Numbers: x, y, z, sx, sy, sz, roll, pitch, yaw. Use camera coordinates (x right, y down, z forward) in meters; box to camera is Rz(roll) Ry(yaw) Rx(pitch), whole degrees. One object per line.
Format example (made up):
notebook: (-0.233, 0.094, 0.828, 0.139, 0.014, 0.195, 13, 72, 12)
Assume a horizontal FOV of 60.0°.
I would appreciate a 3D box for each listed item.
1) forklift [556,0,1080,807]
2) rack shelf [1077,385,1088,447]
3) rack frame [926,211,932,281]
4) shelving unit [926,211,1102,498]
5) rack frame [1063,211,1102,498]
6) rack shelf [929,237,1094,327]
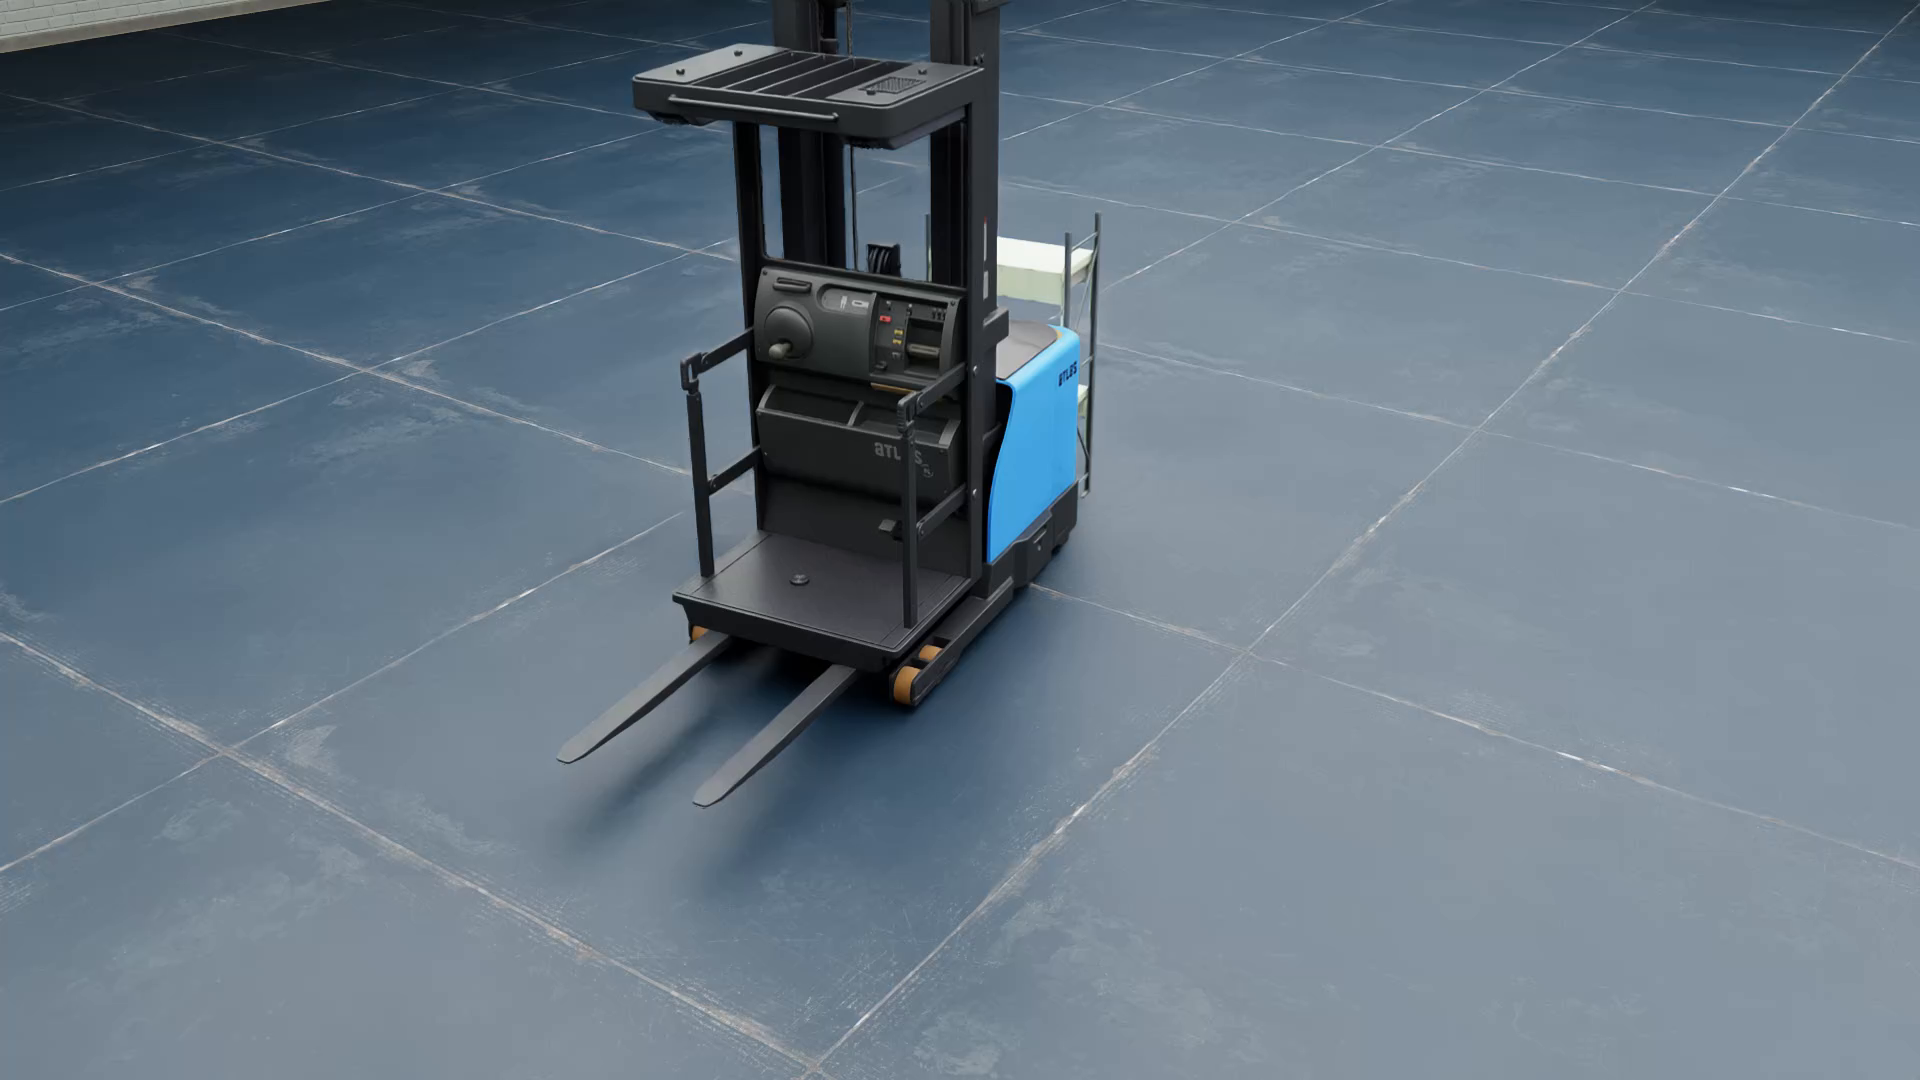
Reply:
forklift: (-0.527, -0.844, 6.677, 1.130, 2.935, 3.031, 13, 30, 23)
rack shelf: (0.261, -0.630, 8.553, 0.720, 0.370, 0.431, 13, 30, 23)
rack frame: (-0.066, -0.994, 8.550, 0.023, 1.500, 0.400, 13, 30, 23)
shelving unit: (0.261, -0.921, 8.405, 0.755, 1.500, 0.431, 13, 30, 23)
rack frame: (0.589, -0.847, 8.260, 0.023, 1.500, 0.400, 13, 30, 23)
rack shelf: (0.262, -1.269, 8.228, 0.720, 0.370, 0.431, 13, 30, 23)
